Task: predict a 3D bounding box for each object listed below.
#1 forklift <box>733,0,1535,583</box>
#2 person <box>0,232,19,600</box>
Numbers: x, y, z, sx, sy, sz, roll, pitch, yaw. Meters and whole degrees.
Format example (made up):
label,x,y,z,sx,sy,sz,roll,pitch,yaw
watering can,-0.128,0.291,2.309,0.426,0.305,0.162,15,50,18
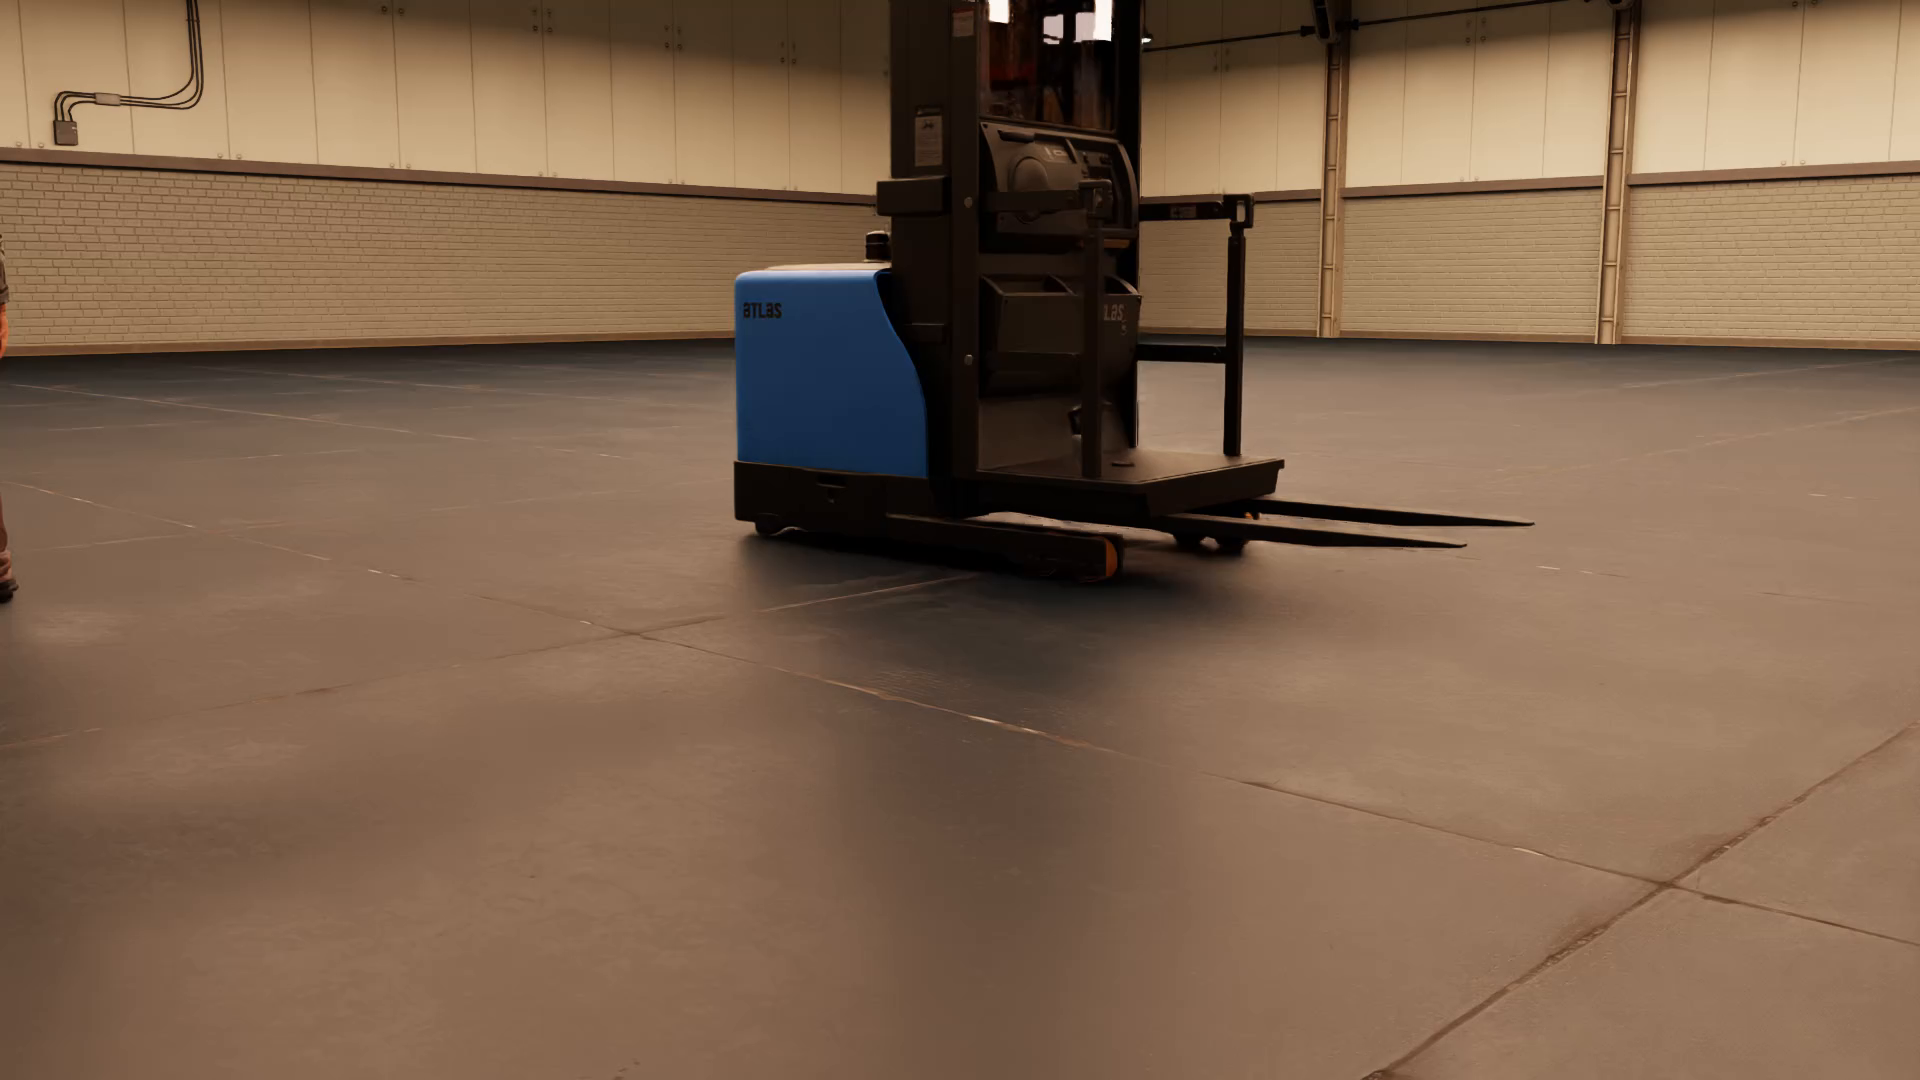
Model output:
label,x,y,z,sx,sy,sz,roll,pitch,yaw
forklift,0.546,-1.389,6.096,3.031,2.935,1.130,7,11,37
person,-3.272,-0.633,5.097,0.628,1.722,0.569,-7,11,-38
